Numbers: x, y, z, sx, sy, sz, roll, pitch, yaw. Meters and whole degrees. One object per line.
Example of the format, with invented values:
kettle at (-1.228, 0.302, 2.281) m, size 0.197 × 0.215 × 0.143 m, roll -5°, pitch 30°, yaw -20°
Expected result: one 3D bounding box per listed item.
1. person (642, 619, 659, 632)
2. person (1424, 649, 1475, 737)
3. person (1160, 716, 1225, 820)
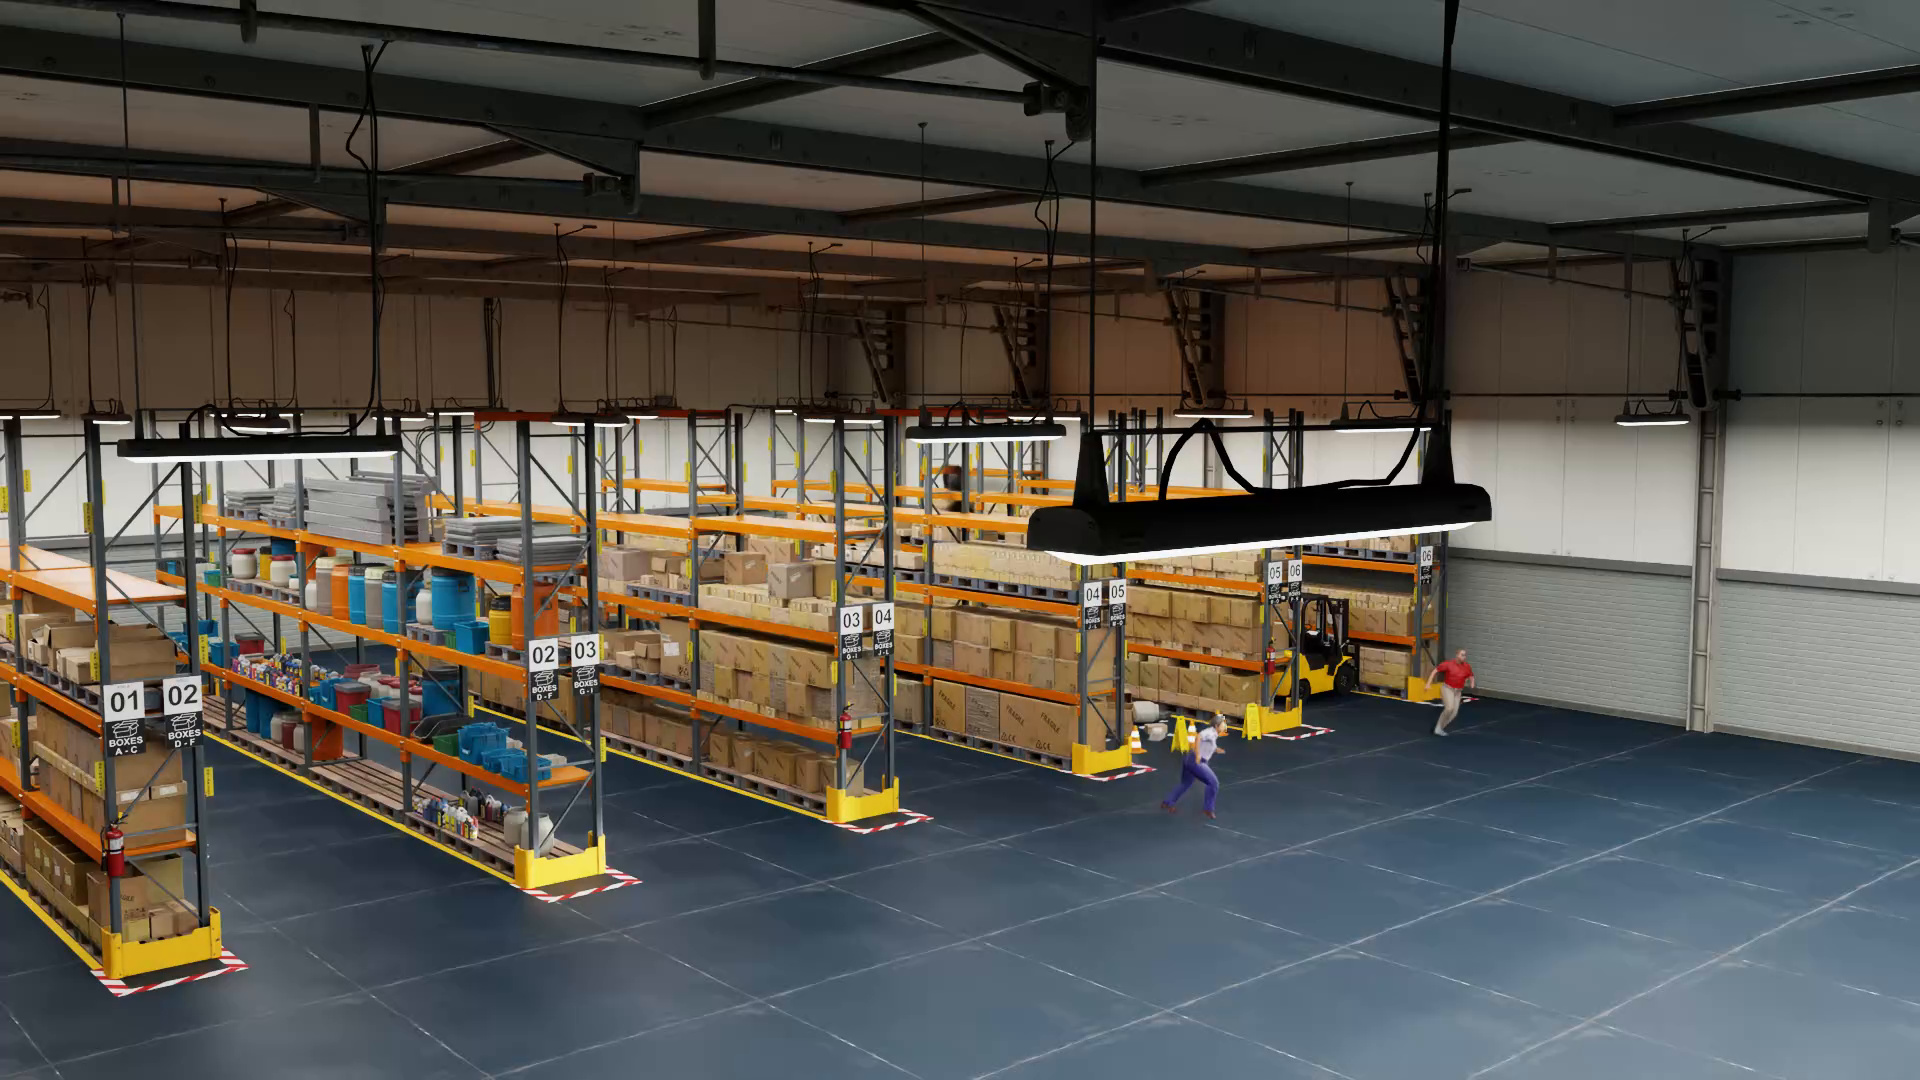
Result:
person at (-8.212, 1.731, 43.394) m, size 0.582 × 1.611 × 0.699 m, roll 1°, pitch 5°, yaw 7°
person at (9.147, 2.829, 30.770) m, size 0.862 × 1.627 × 0.679 m, roll -2°, pitch 5°, yaw -22°
person at (3.488, 3.416, 24.759) m, size 0.929 × 1.607 × 0.648 m, roll 0°, pitch 5°, yaw 4°
